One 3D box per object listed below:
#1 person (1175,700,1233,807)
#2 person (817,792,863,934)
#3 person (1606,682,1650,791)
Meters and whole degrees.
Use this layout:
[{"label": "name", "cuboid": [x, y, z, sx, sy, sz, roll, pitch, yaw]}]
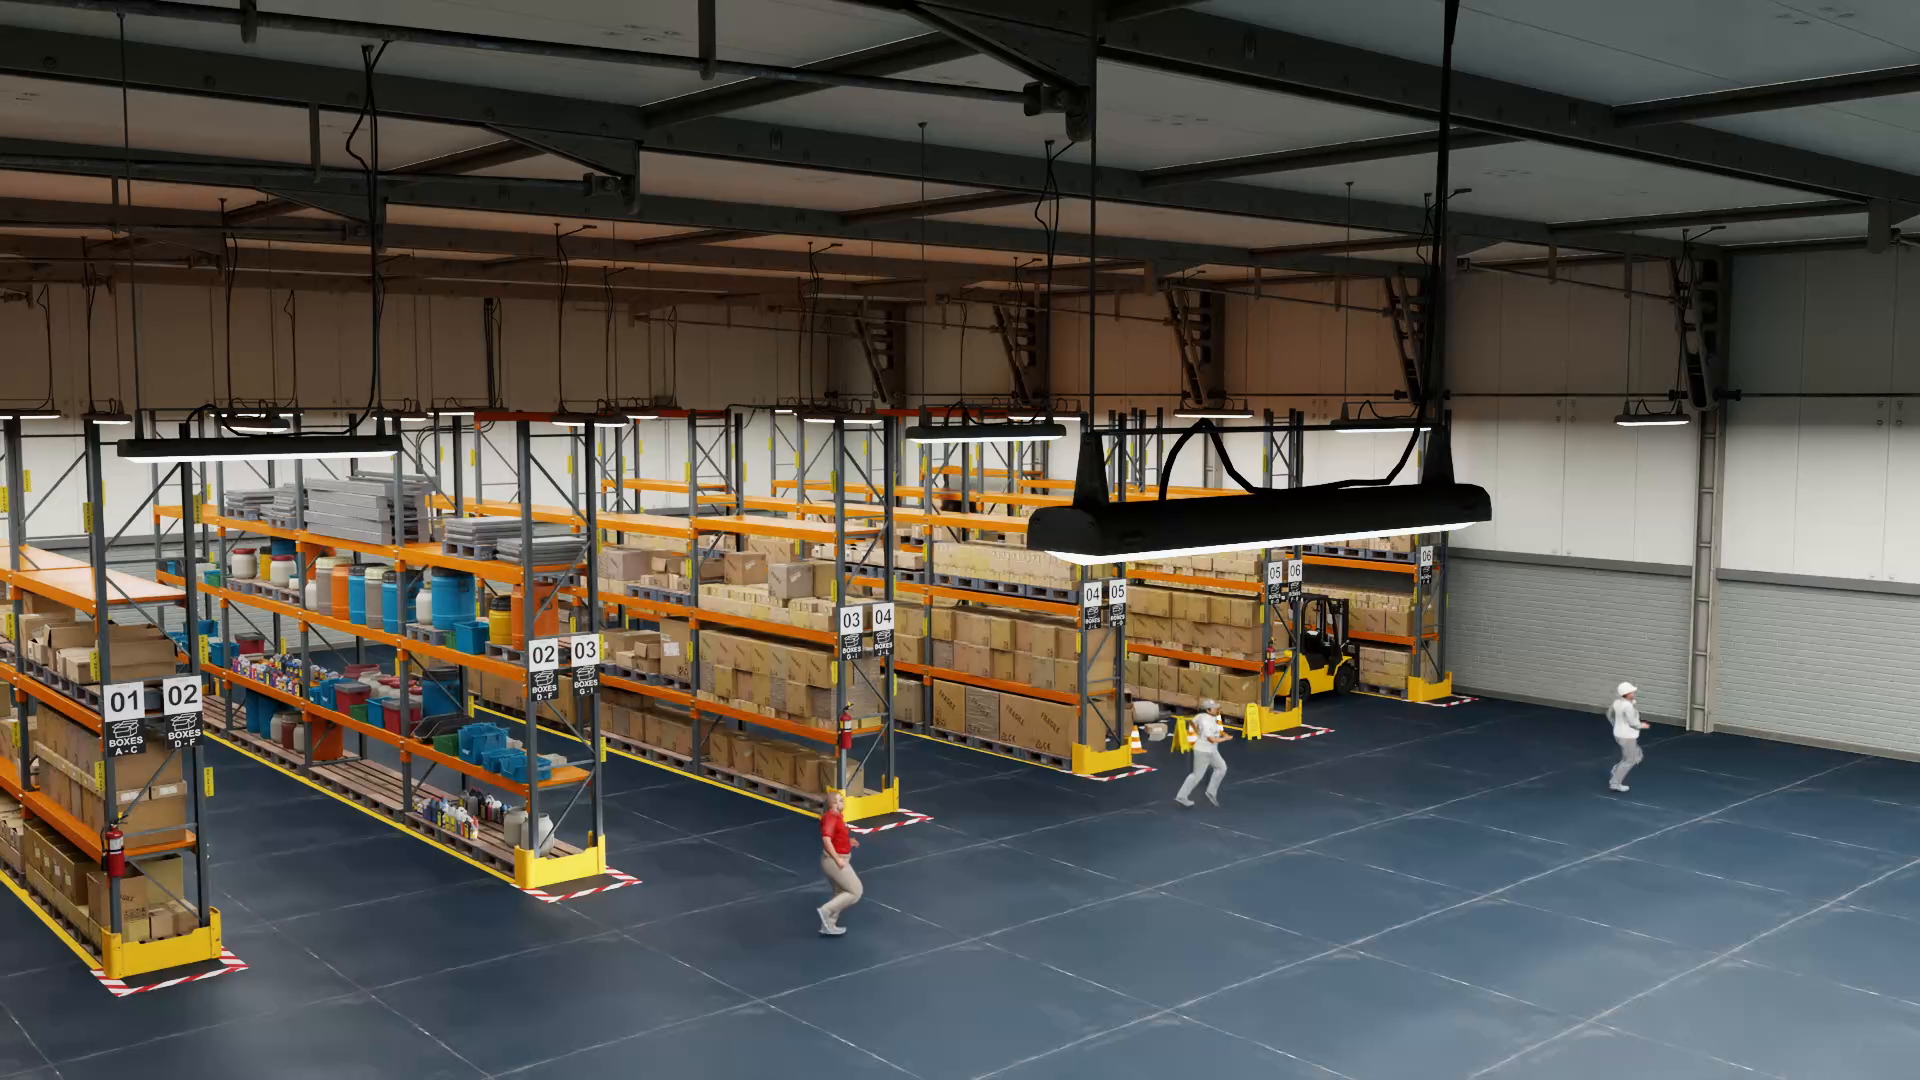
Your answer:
[{"label": "person", "cuboid": [3.745, 3.272, 25.484, 0.858, 1.688, 0.611, 1, 5, 10]}, {"label": "person", "cuboid": [-1.421, 3.780, 19.425, 0.537, 1.682, 0.726, -1, 5, -13]}, {"label": "person", "cuboid": [10.680, 3.129, 26.528, 0.603, 1.732, 0.643, 0, 5, 4]}]
